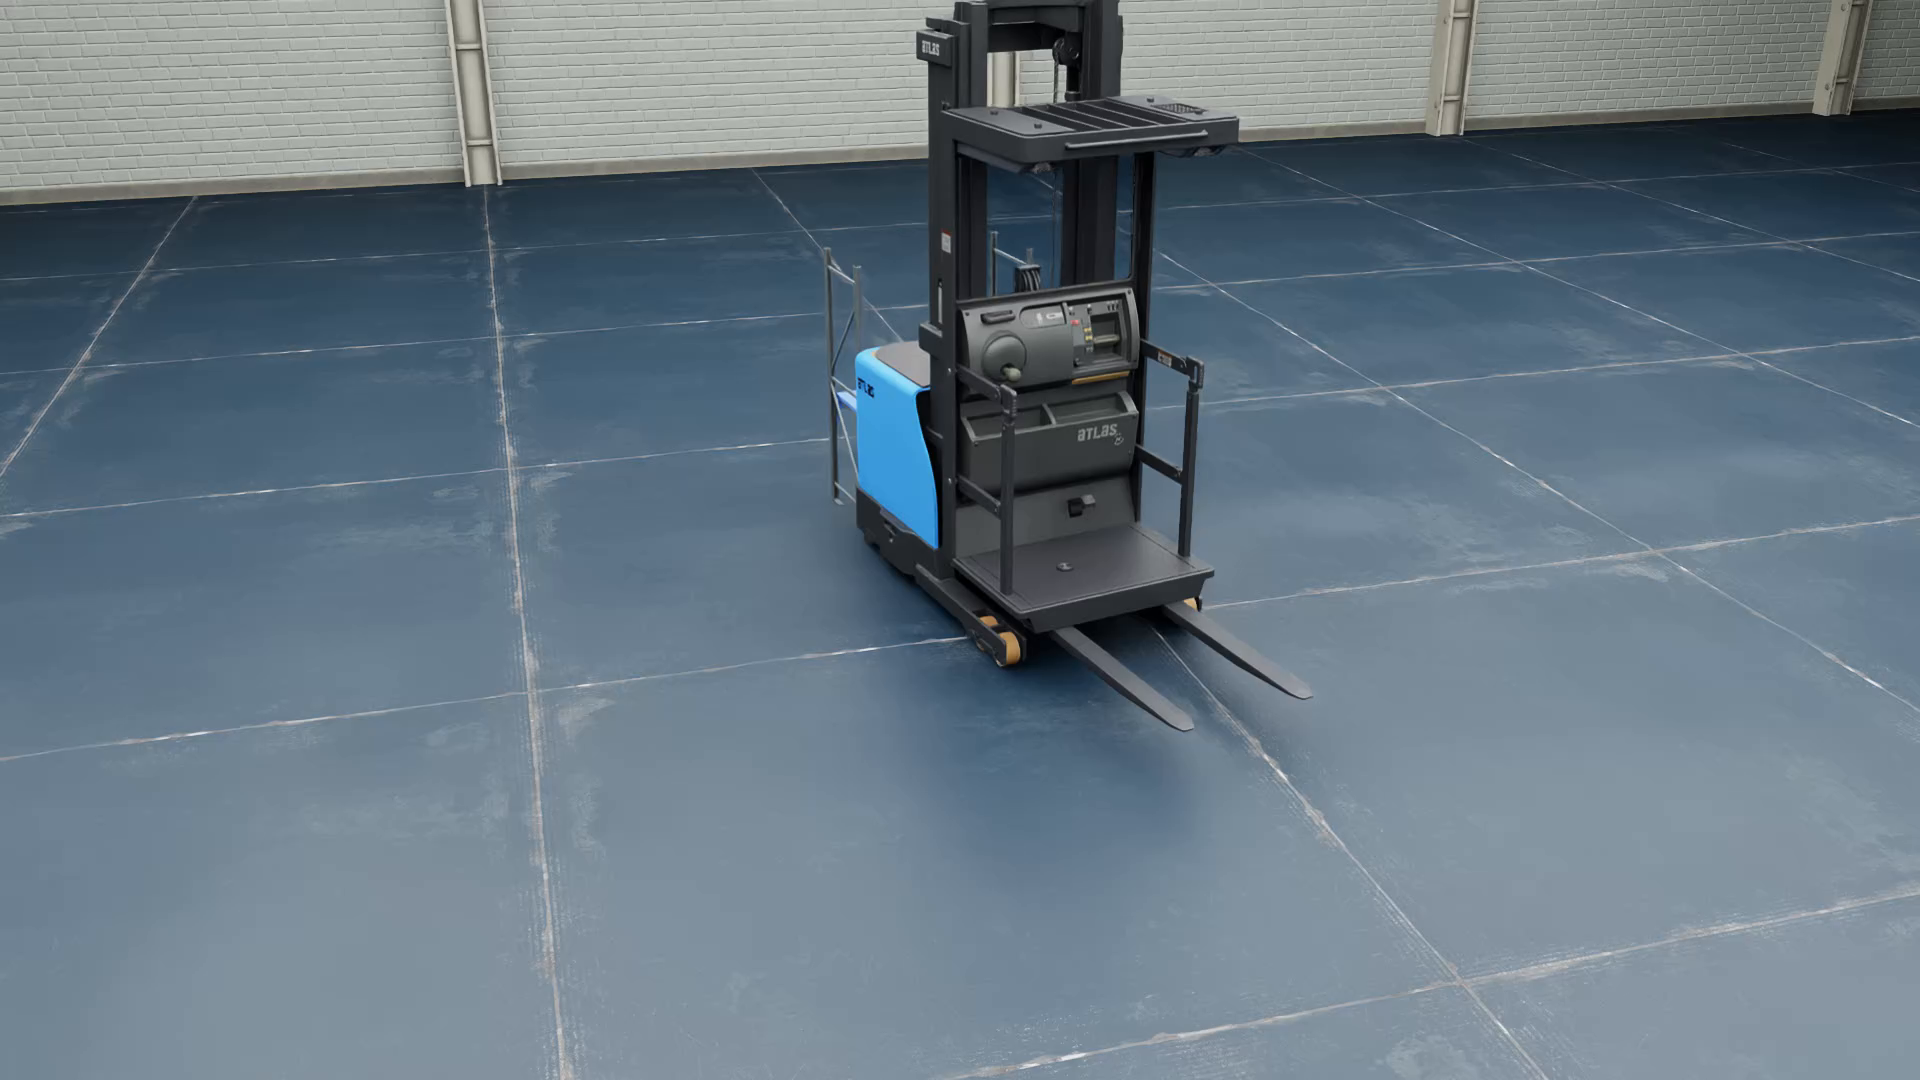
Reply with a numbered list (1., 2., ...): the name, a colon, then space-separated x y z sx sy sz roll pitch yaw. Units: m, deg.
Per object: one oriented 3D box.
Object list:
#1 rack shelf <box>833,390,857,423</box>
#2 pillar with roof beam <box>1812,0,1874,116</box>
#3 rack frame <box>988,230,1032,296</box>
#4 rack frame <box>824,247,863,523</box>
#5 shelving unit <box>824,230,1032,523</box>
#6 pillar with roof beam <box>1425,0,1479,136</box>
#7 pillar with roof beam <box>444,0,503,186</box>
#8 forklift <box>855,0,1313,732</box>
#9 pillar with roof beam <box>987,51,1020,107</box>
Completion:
1. rack shelf: -0.178 -0.763 9.582 1.000 0.185 0.538 -10 25 -23
2. pillar with roof beam: 13.192 -8.396 17.404 0.400 9.000 9.100 -6 24 -14
3. rack frame: 0.284 -1.012 9.706 0.032 1.500 0.500 -10 25 -23
4. rack frame: -0.640 -0.844 9.316 0.032 1.500 0.500 -10 25 -23
5. shelving unit: -0.178 -0.928 9.511 1.048 1.500 0.538 -10 25 -23
6. pillar with roof beam: 7.415 -7.756 15.915 0.400 9.000 9.100 -6 24 -14
7. pillar with roof beam: -4.139 -6.478 12.936 0.400 9.000 9.100 -6 24 -14
8. forklift: 0.537 -0.947 7.740 1.130 2.935 3.031 -11 26 -24
9. pillar with roof beam: 1.638 -7.117 14.425 0.400 9.000 9.100 -6 24 -14
